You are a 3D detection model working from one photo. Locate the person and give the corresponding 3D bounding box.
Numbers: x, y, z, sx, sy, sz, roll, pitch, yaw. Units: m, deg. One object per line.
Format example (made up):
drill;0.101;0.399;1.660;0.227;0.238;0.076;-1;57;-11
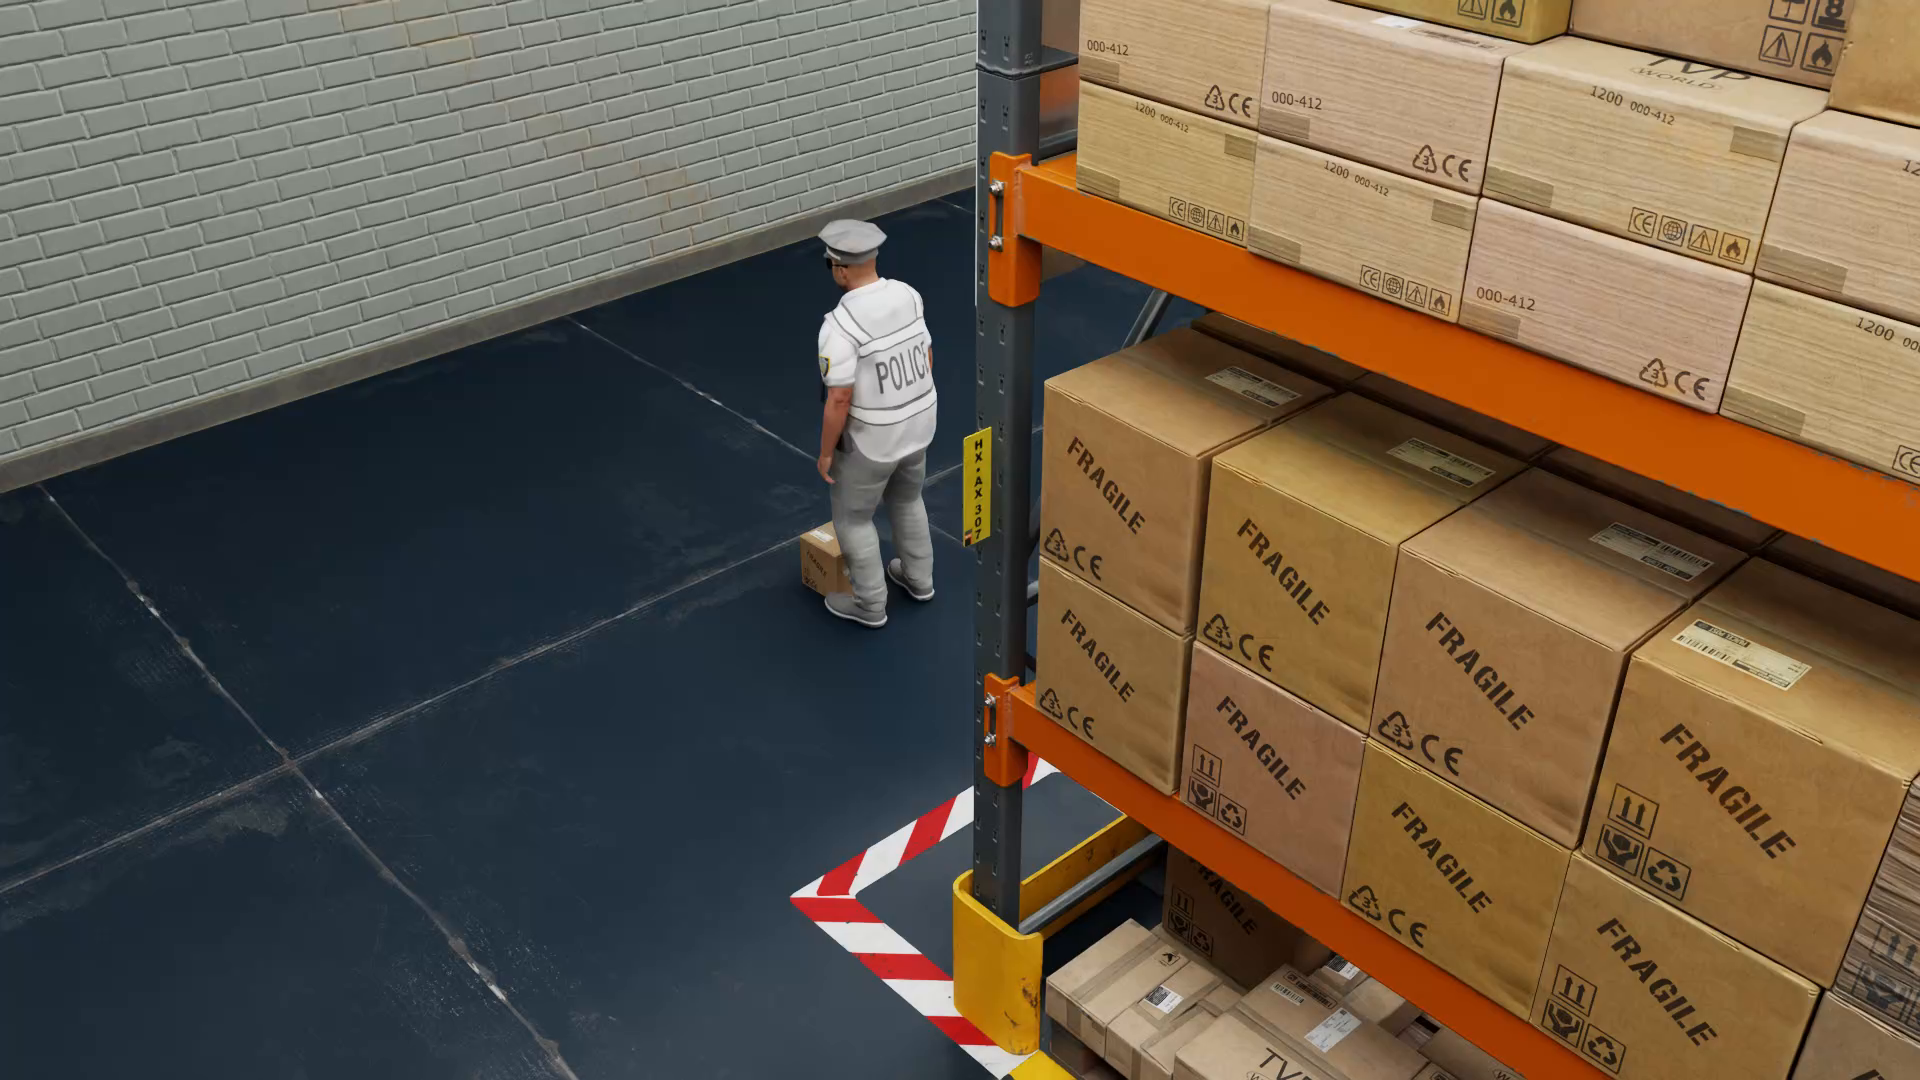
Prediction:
person;-0.334;-0.446;6.854;0.436;1.747;0.605;27;40;36
